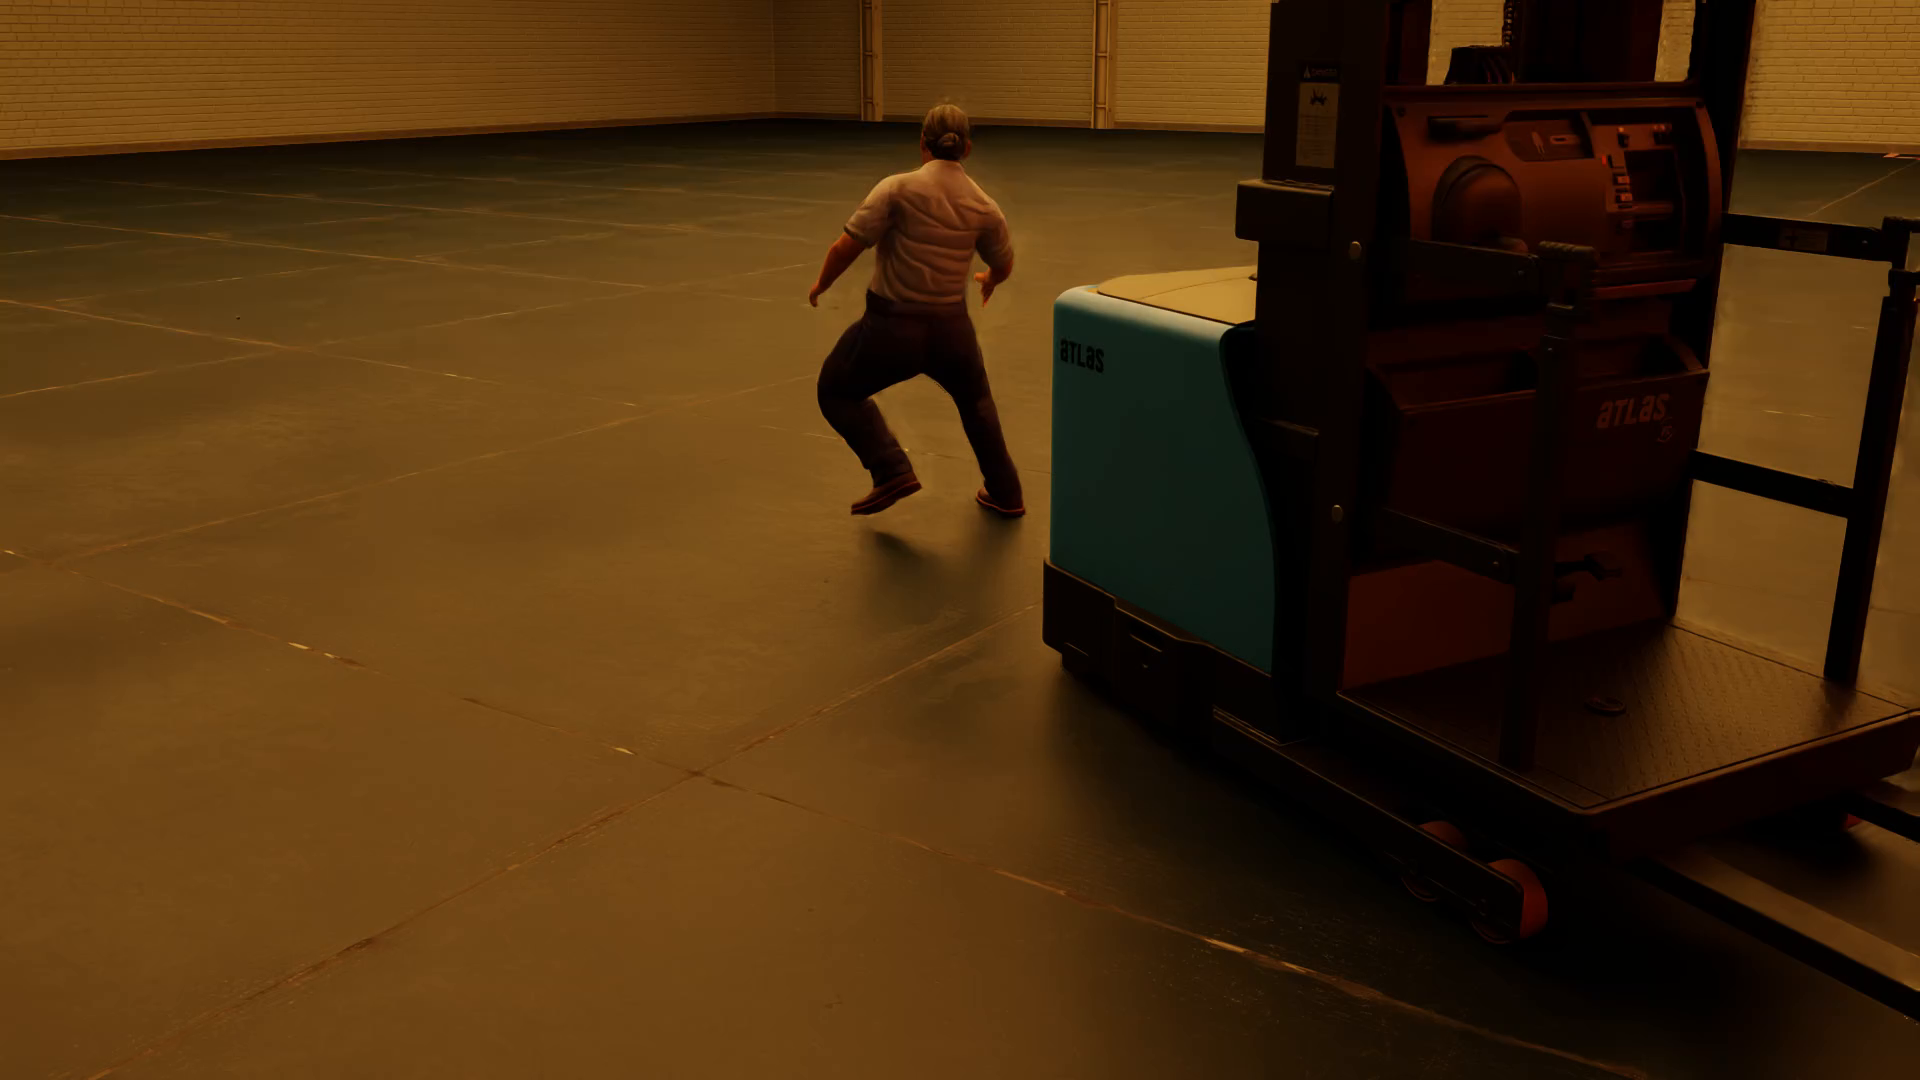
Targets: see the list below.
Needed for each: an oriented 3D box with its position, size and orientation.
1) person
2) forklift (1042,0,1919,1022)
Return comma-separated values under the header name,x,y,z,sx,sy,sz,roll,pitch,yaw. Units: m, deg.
name,x,y,z,sx,sy,sz,roll,pitch,yaw
person,-0.137,-0.791,5.969,0.784,1.500,0.629,-5,17,-16
forklift,1.382,-0.754,3.353,1.130,2.935,3.031,-9,19,-27
